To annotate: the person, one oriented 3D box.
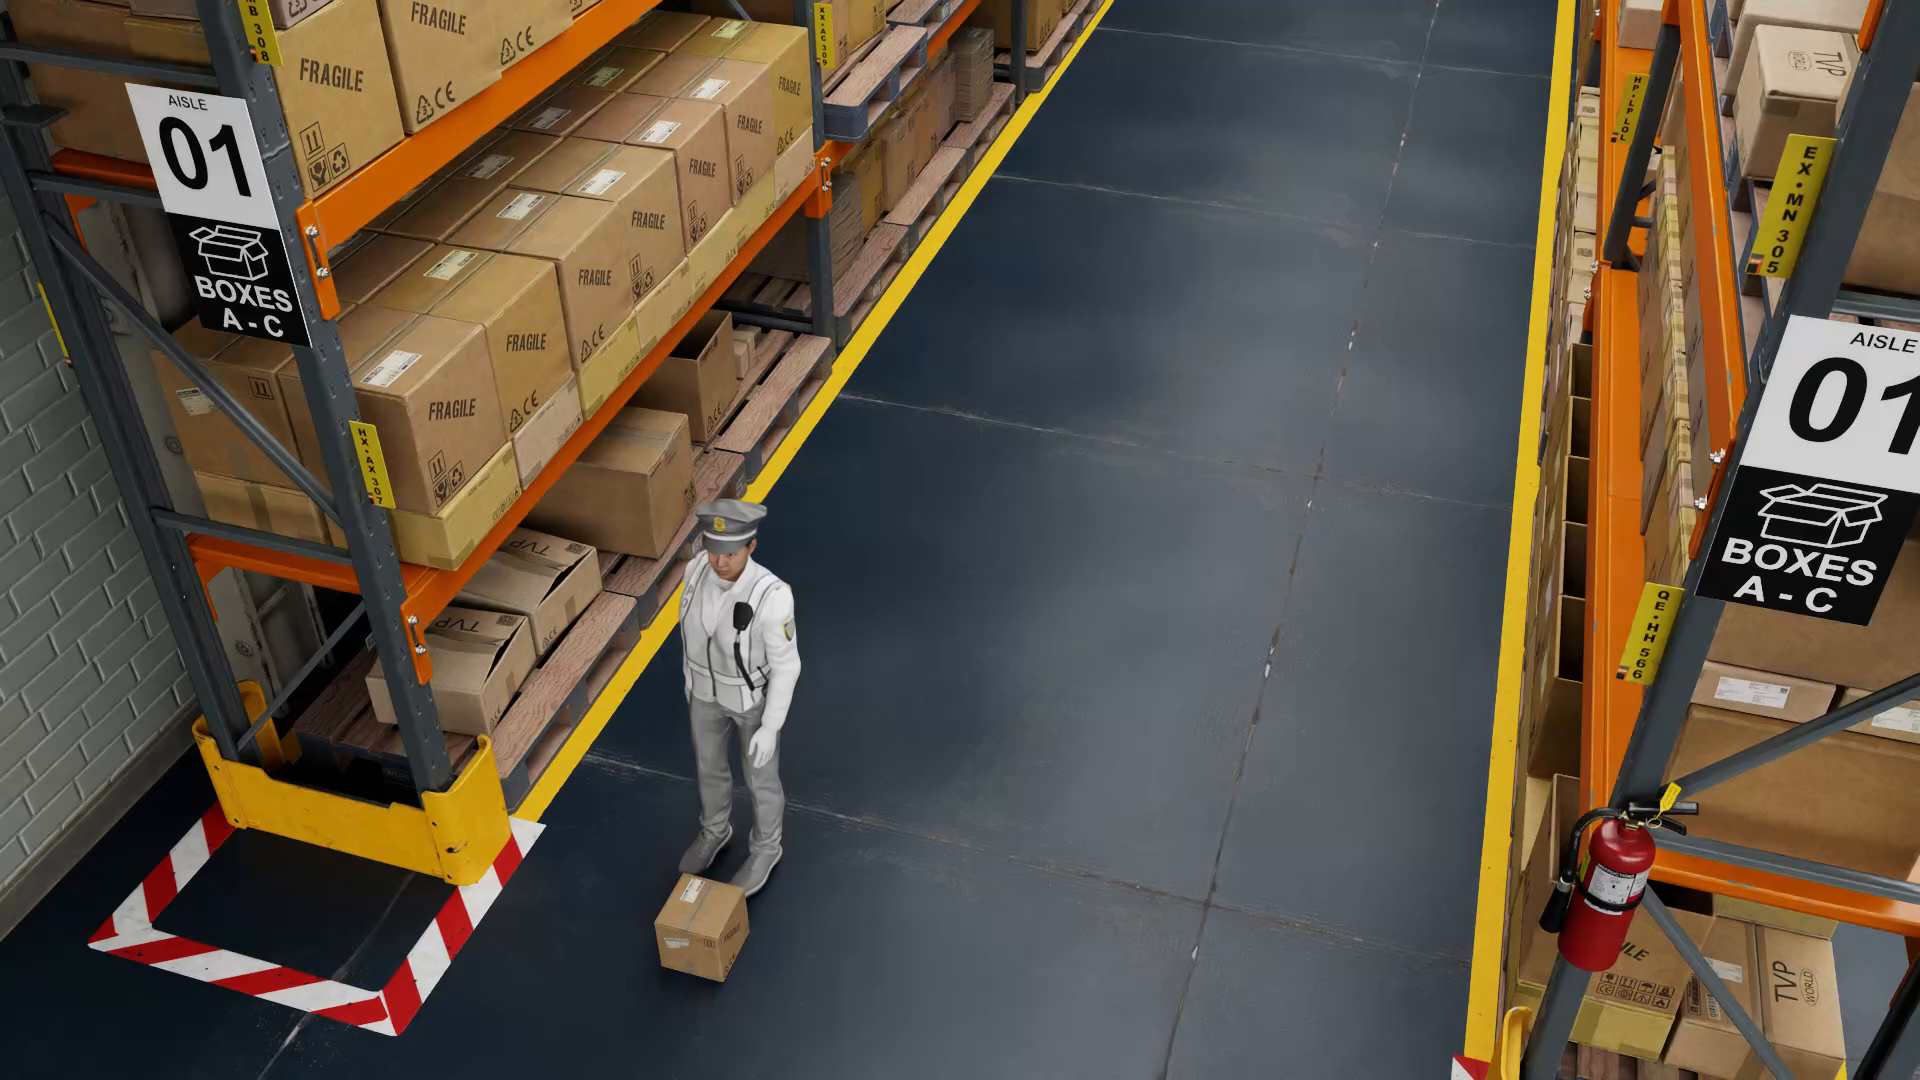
[{"bbox_3d":[-0.799,0.210,5.822,0.374,0.816,0.348,17,40,21],"label":"person"}]
